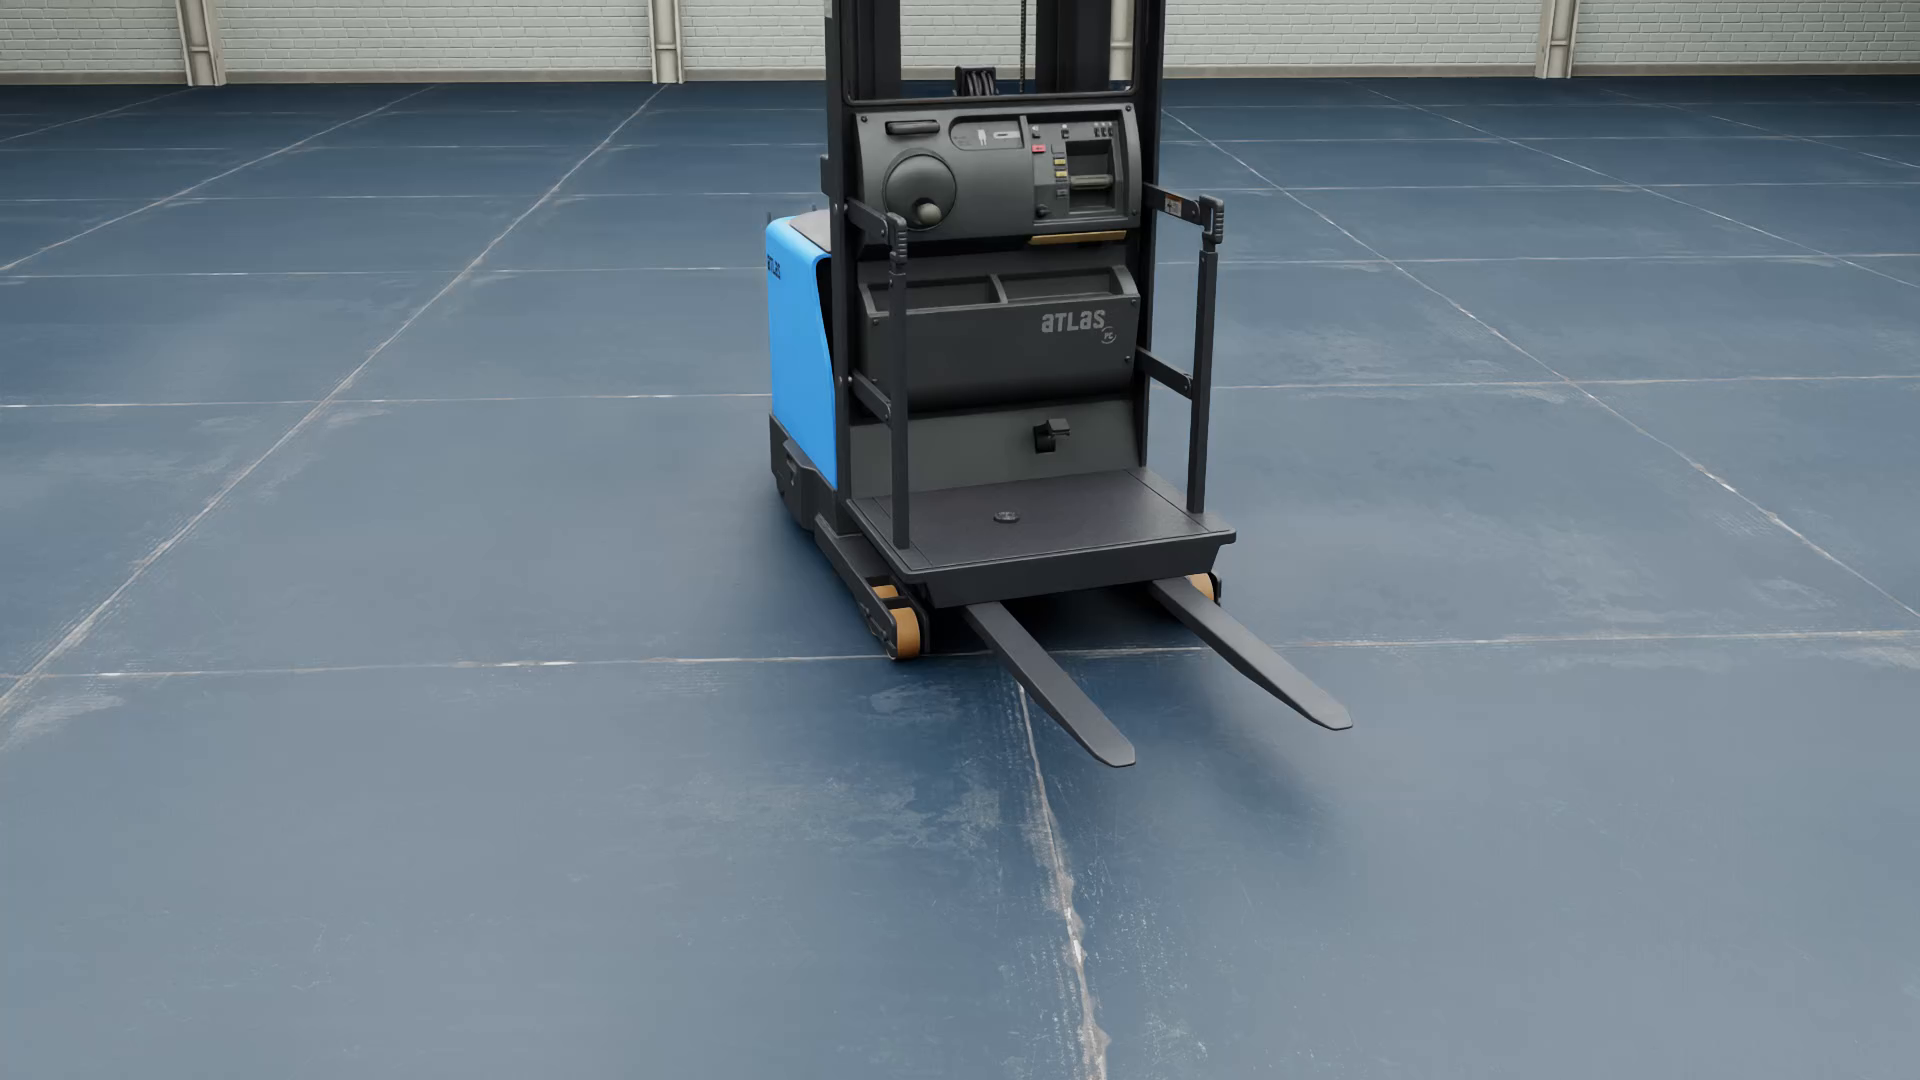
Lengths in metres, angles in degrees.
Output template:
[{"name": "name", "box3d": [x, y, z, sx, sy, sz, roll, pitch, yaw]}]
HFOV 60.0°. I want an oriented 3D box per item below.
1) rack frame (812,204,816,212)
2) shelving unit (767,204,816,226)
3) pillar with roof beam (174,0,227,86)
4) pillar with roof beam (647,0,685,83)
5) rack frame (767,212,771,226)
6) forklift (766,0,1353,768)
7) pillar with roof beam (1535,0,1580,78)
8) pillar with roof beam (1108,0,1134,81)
[{"name": "rack frame", "box3d": [-0.525, -0.850, 6.871, 0.200, 1.050, 0.008, 19, 28, 39]}, {"name": "shelving unit", "box3d": [-0.608, -0.817, 6.787, 0.215, 1.050, 0.252, 19, 28, 39]}, {"name": "pillar with roof beam", "box3d": [-9.618, -8.648, 16.187, 0.400, 9.000, 9.100, -1, 21, -3]}, {"name": "pillar with roof beam", "box3d": [-3.627, -8.769, 16.507, 0.400, 9.000, 9.100, -1, 21, -3]}, {"name": "rack frame", "box3d": [-0.690, -0.785, 6.704, 0.200, 1.050, 0.008, 19, 28, 39]}, {"name": "forklift", "box3d": [0.202, -1.159, 5.045, 1.130, 2.935, 3.031, -7, 22, -18]}, {"name": "pillar with roof beam", "box3d": [8.353, -9.013, 17.148, 0.400, 9.000, 9.100, -1, 21, -3]}, {"name": "pillar with roof beam", "box3d": [2.363, -8.891, 16.827, 0.400, 9.000, 9.100, -1, 21, -3]}]
